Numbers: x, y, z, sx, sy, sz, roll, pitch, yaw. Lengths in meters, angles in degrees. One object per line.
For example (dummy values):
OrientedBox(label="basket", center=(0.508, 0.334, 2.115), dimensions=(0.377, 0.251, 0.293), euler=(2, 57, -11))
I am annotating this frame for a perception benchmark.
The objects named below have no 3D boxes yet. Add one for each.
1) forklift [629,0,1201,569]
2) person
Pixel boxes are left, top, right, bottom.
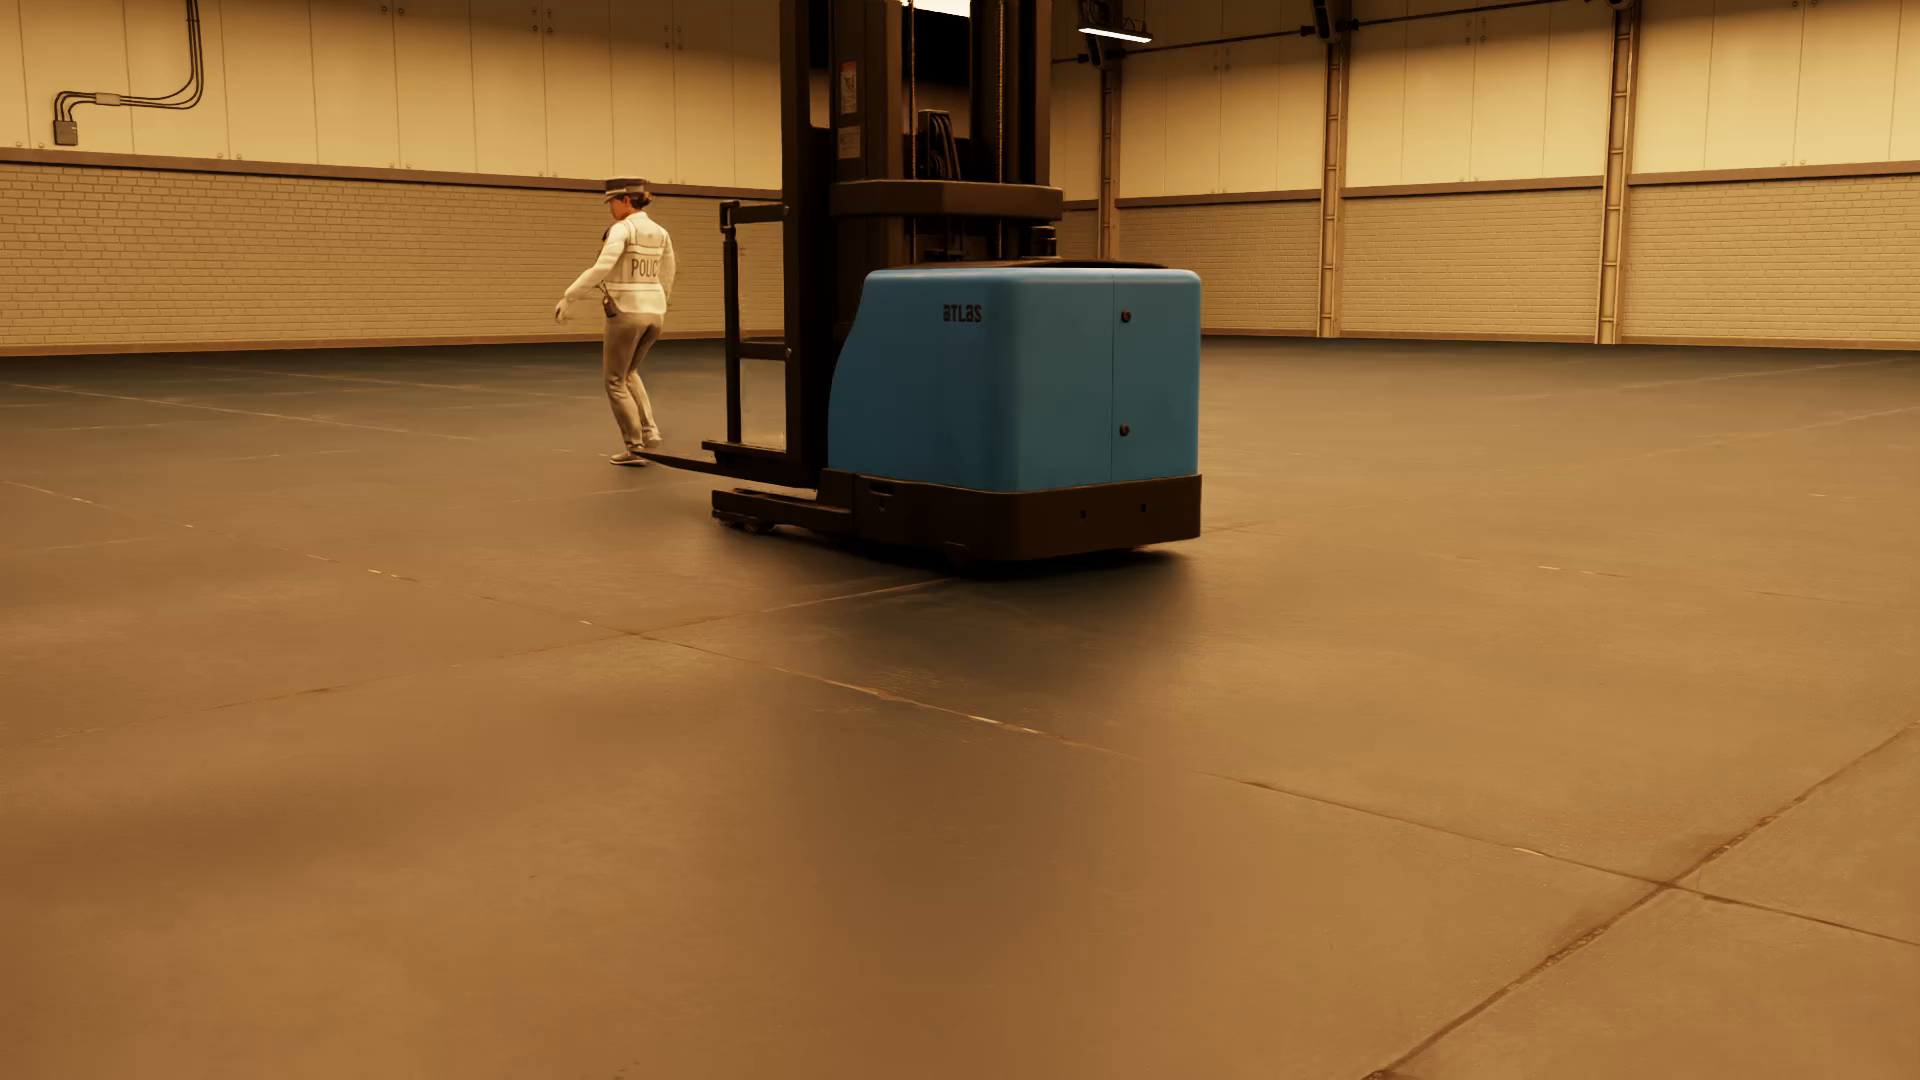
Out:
OrientedBox(label="forklift", center=(-0.402, -1.519, 6.965), dimensions=(1.130, 2.935, 3.031), euler=(-7, 11, -38))
OrientedBox(label="person", center=(-1.932, -1.235, 9.518), dimensions=(0.444, 1.673, 0.791), euler=(6, 10, 33))
